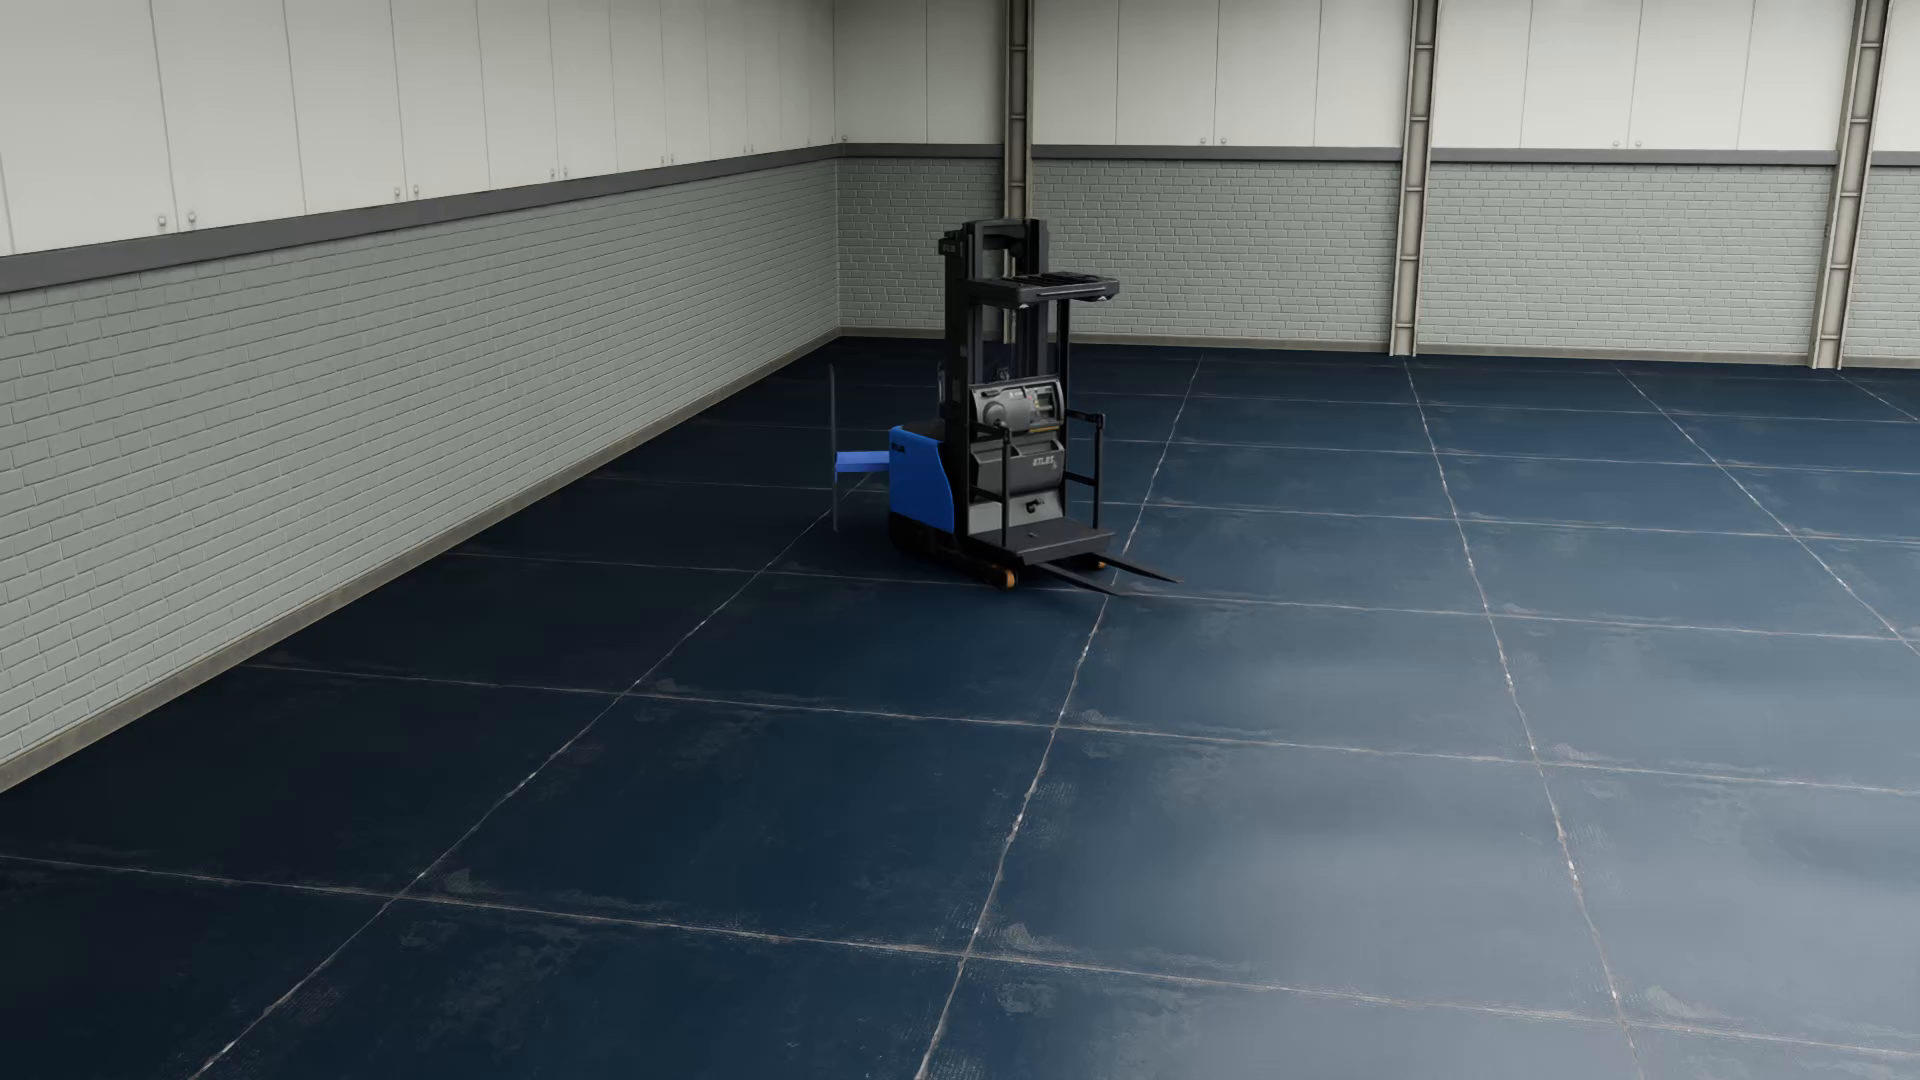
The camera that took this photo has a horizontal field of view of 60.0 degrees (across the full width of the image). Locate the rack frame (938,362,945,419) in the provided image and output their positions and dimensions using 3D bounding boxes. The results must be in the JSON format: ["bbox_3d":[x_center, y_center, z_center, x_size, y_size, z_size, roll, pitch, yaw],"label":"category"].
[{"bbox_3d":[-0.174,-0.890,15.655,0.032,1.500,0.500,-1,16,-5],"label":"rack frame"}]

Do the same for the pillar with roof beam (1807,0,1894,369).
[{"bbox_3d":[11.816,-5.746,19.137,0.400,9.000,9.100,3,16,11],"label":"pillar with roof beam"}]

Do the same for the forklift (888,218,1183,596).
[{"bbox_3d":[0.619,-1.149,13.907,1.130,2.935,3.031,-11,19,-34],"label":"forklift"}]

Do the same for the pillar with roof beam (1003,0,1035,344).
[{"bbox_3d":[0.056,-6.384,21.441,0.400,9.000,9.100,3,16,11],"label":"pillar with roof beam"}]

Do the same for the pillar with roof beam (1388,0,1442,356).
[{"bbox_3d":[5.936,-6.065,20.289,0.400,9.000,9.100,3,16,11],"label":"pillar with roof beam"}]

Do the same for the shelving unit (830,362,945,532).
[{"bbox_3d":[-0.680,-0.879,15.615,1.048,1.500,0.538,-1,16,-5],"label":"shelving unit"}]

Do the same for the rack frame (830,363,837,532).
[{"bbox_3d":[-1.187,-0.868,15.575,0.032,1.500,0.500,-1,16,-5],"label":"rack frame"}]

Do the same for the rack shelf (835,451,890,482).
[{"bbox_3d":[-0.680,-0.706,15.663,1.000,0.185,0.538,-1,16,-5],"label":"rack shelf"}]
